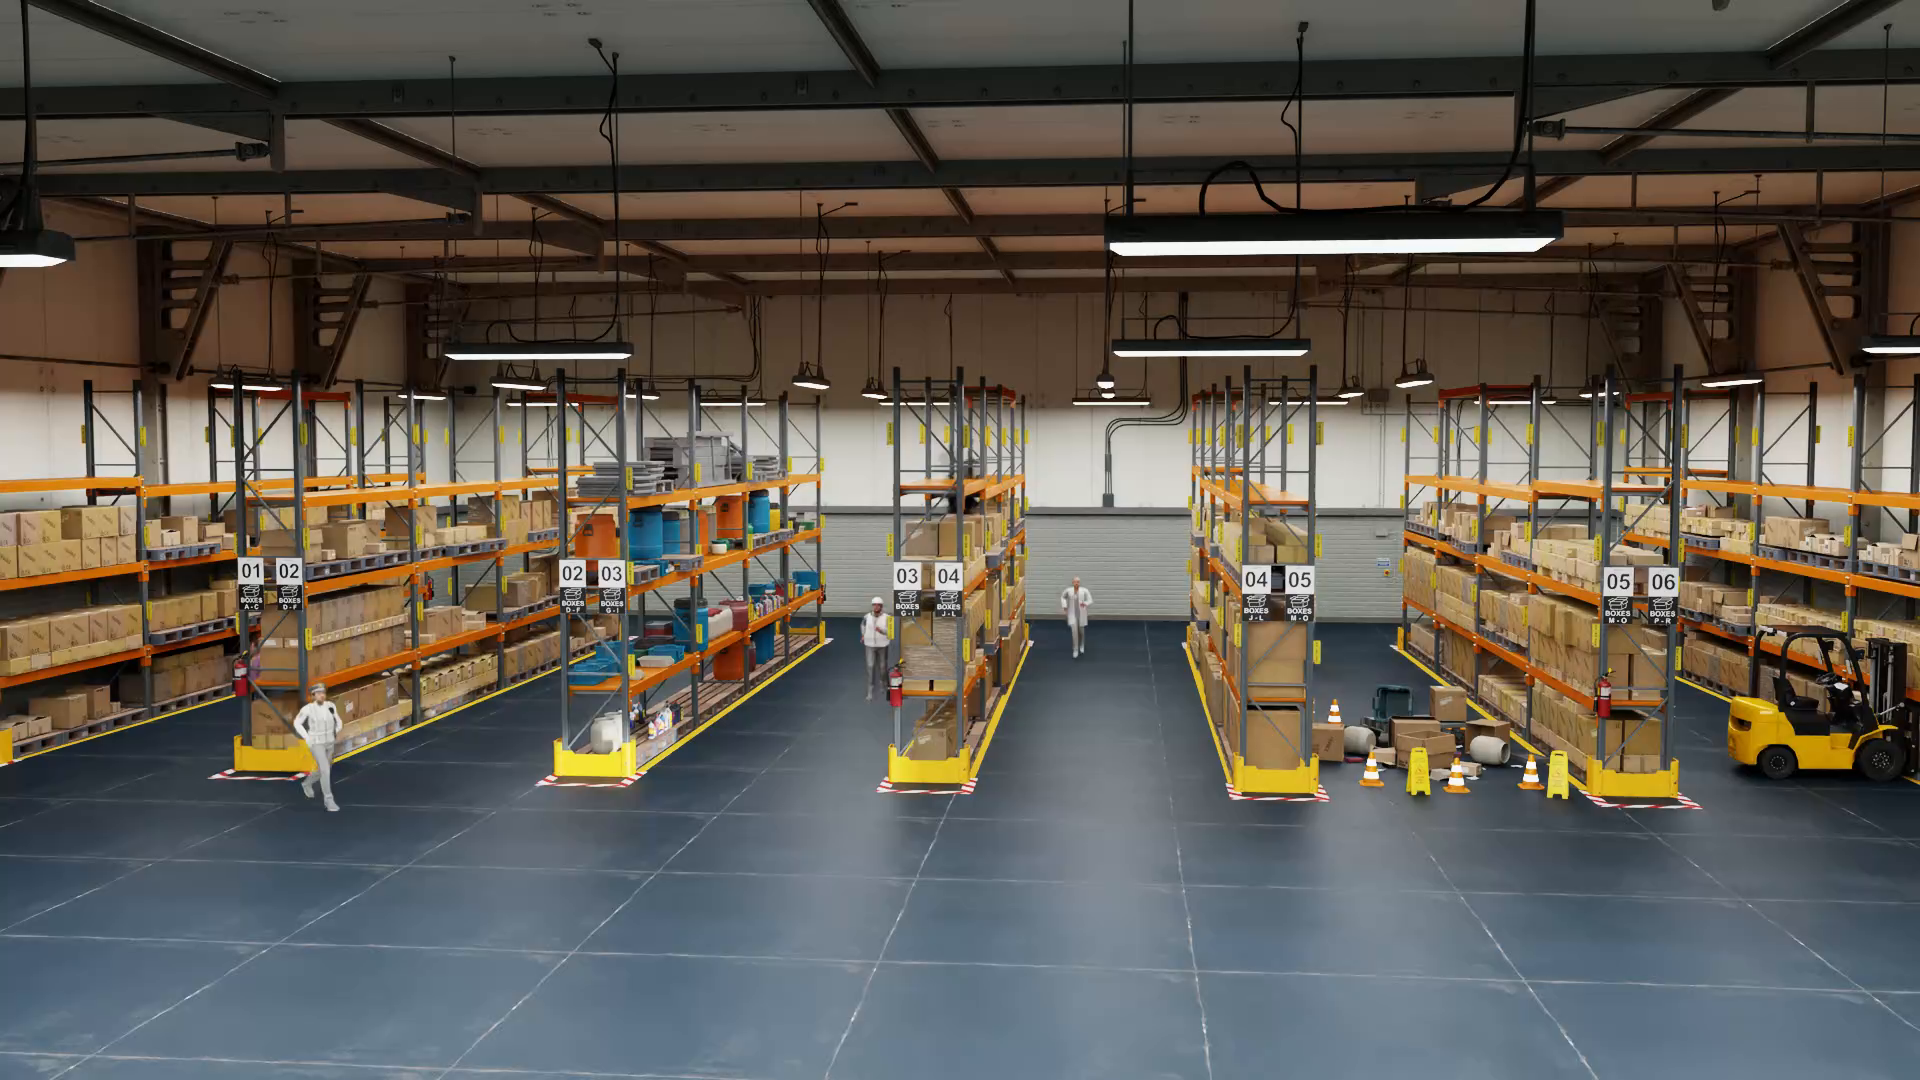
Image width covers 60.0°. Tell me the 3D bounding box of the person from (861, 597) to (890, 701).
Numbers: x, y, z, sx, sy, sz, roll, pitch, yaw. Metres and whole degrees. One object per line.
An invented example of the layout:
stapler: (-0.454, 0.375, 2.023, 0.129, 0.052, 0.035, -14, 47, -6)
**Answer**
person: (-1.540, 1.945, 30.087, 0.560, 1.836, 0.781, 0, 4, 4)

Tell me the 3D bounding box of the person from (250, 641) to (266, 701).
person: (-11.926, 2.482, 28.172, 0.575, 1.554, 0.560, 0, 4, 0)

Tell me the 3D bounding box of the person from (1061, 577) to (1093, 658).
person: (2.671, 1.747, 38.007, 0.715, 1.804, 0.950, 0, 4, 2)

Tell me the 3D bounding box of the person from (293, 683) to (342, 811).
person: (-8.629, 2.764, 22.474, 0.818, 1.709, 0.604, 3, 5, 38)
